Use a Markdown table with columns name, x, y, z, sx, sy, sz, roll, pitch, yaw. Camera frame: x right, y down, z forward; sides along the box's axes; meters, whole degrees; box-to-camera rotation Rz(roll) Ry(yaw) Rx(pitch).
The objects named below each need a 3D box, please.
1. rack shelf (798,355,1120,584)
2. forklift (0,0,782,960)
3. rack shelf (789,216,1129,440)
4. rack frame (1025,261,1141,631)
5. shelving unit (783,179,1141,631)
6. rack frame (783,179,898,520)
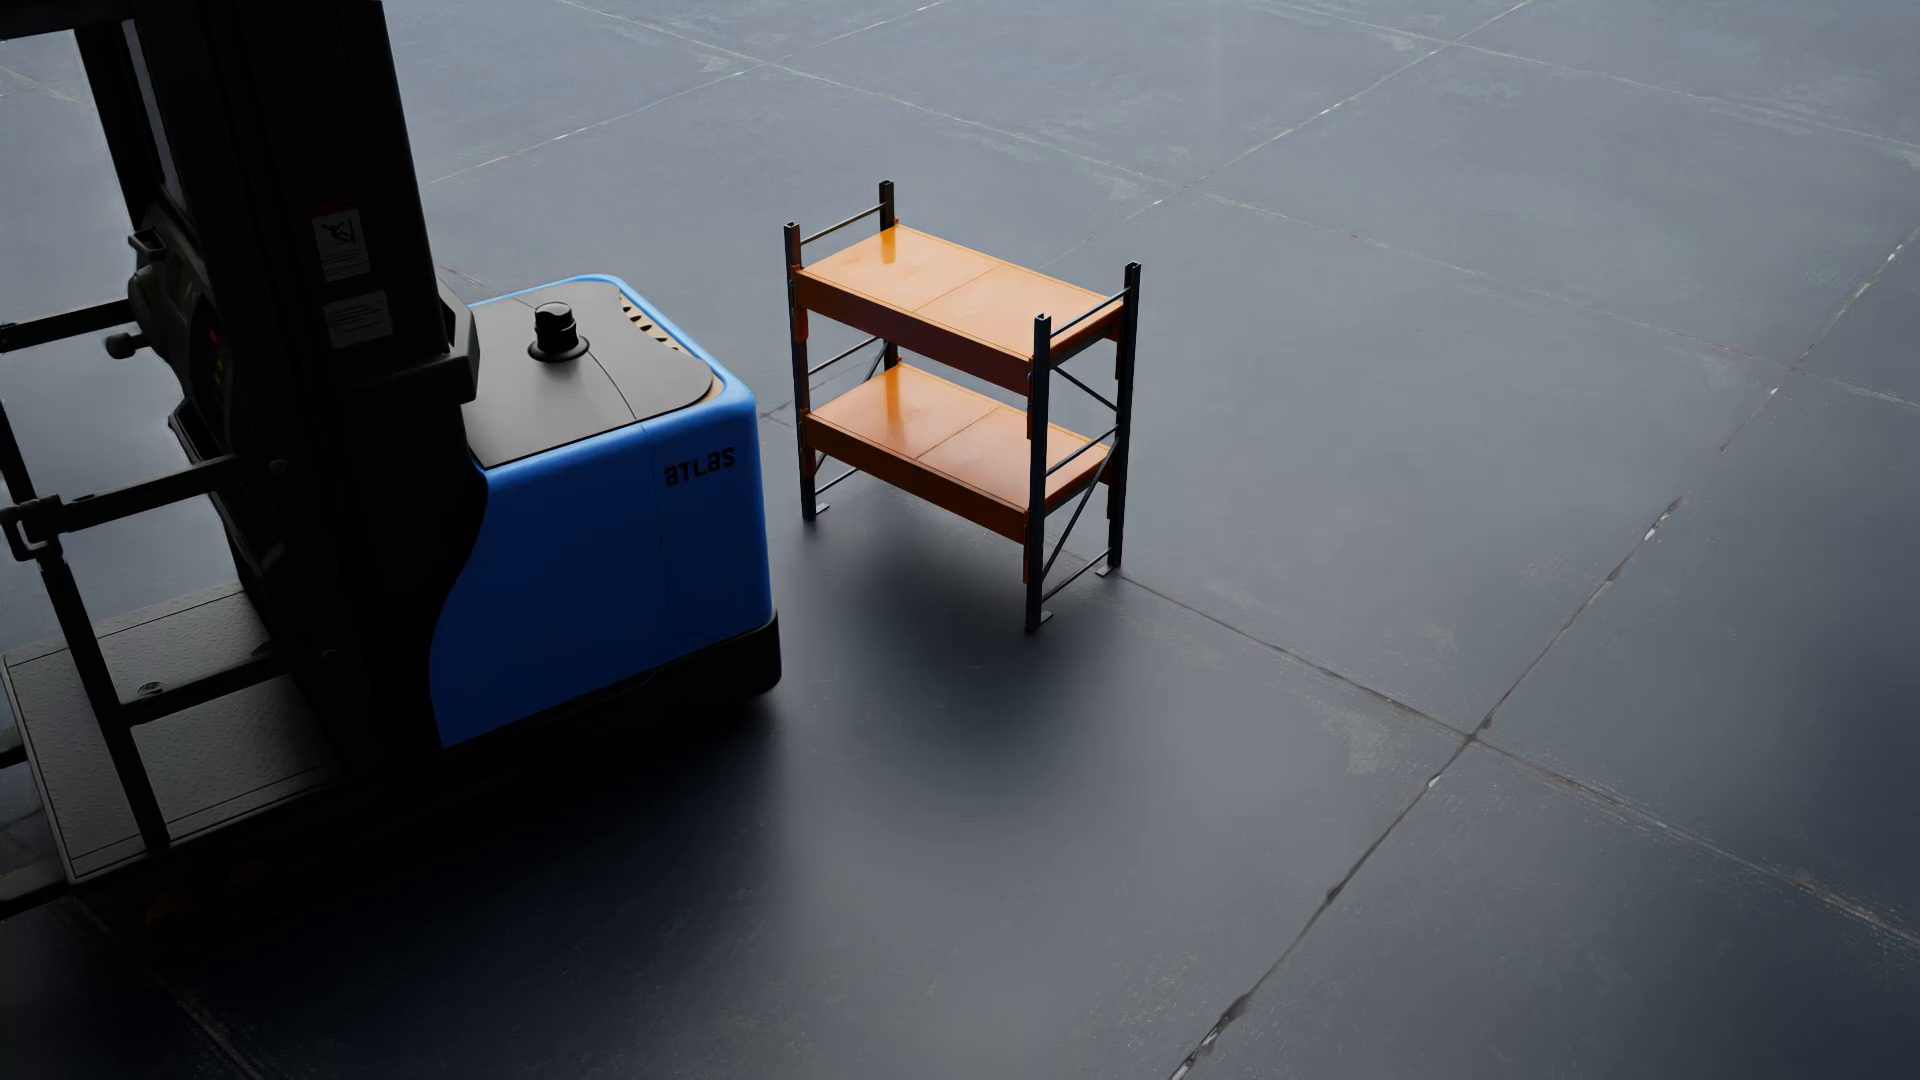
| name | x | y | z | sx | sy | sz | roll | pitch | yaw |
| --- | --- | --- | --- | --- | --- | --- | --- | --- | --- |
| rack shelf | -0.005 | -0.265 | 5.678 | 1.000 | 0.278 | 0.538 | 25 | 42 | 32 |
| forklift | -2.055 | -0.482 | 3.968 | 3.031 | 2.935 | 1.130 | -21 | 40 | -28 |
| rack shelf | -0.005 | -0.707 | 5.374 | 1.000 | 0.278 | 0.538 | 25 | 42 | 32 |
| rack frame | 0.385 | -0.282 | 5.272 | 0.032 | 1.125 | 0.500 | 25 | 42 | 32 |
| shelving unit | -0.005 | -0.466 | 5.540 | 1.048 | 1.125 | 0.538 | 25 | 42 | 32 |
| rack frame | -0.396 | -0.650 | 5.808 | 0.032 | 1.125 | 0.500 | 25 | 42 | 32 |
